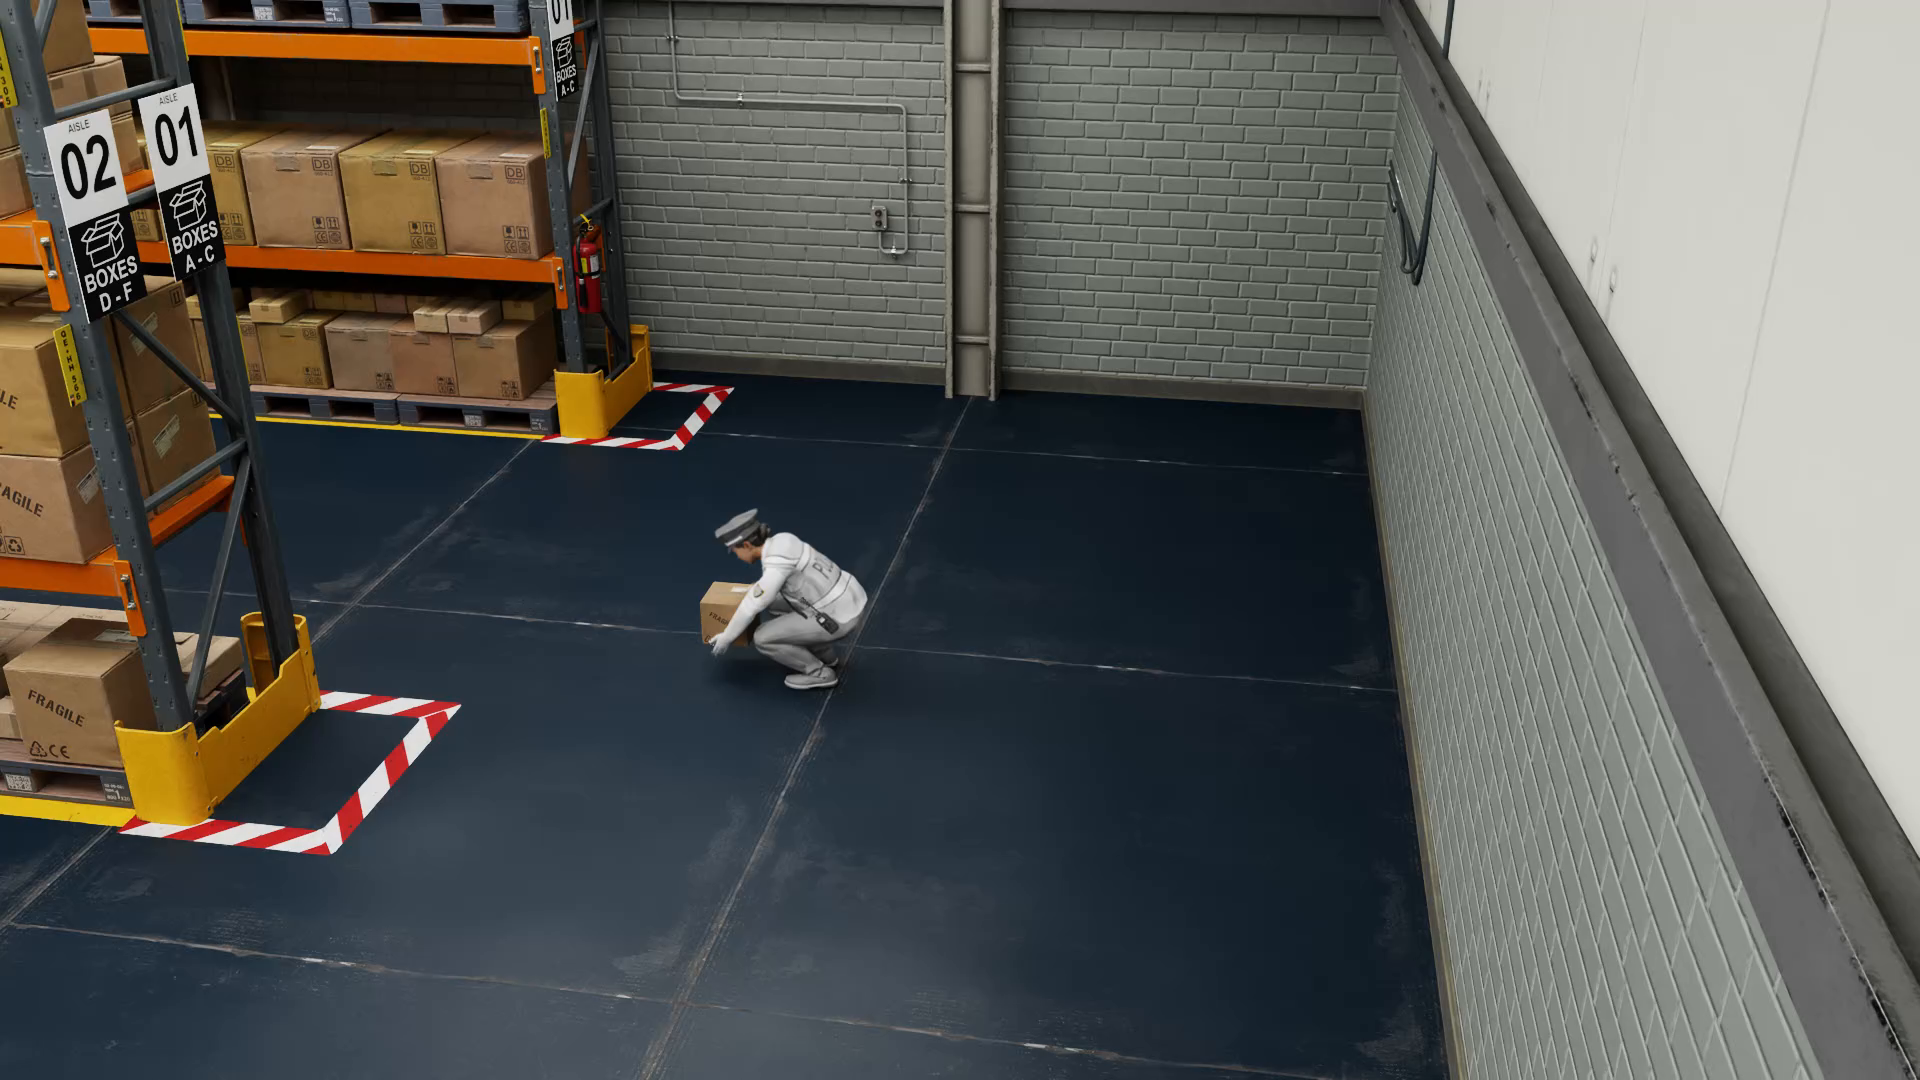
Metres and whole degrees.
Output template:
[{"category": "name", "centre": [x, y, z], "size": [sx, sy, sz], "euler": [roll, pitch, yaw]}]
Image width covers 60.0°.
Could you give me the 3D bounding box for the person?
[{"category": "person", "centre": [-0.913, 0.287, 8.834], "size": [0.826, 0.970, 0.489], "euler": [4, 25, 8]}]
